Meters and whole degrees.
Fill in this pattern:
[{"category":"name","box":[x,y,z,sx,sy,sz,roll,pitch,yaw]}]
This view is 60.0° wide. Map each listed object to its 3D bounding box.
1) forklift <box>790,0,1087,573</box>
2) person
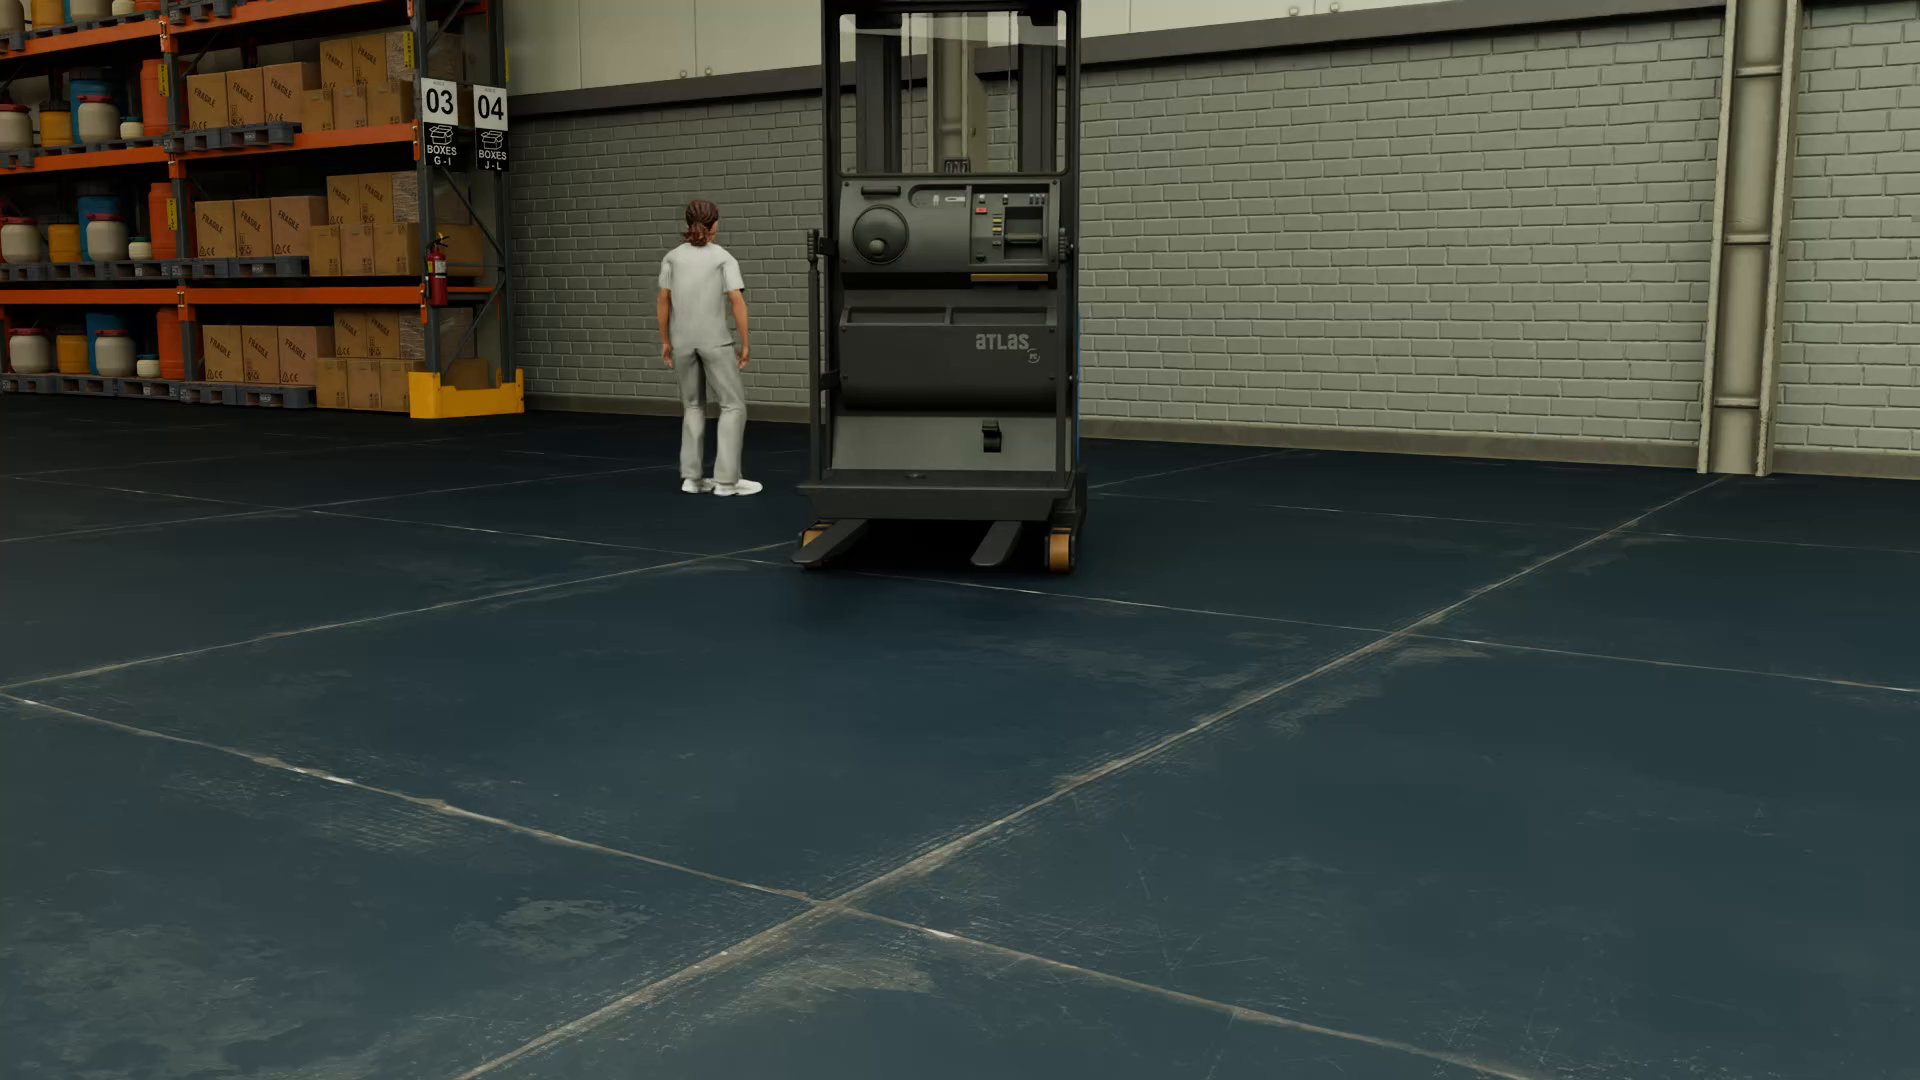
[{"category":"forklift","box":[-0.064,-1.366,6.796,1.130,2.935,3.031,1,8,6]},{"category":"person","box":[-1.424,-1.086,9.384,0.579,1.653,0.361,1,8,9]}]
